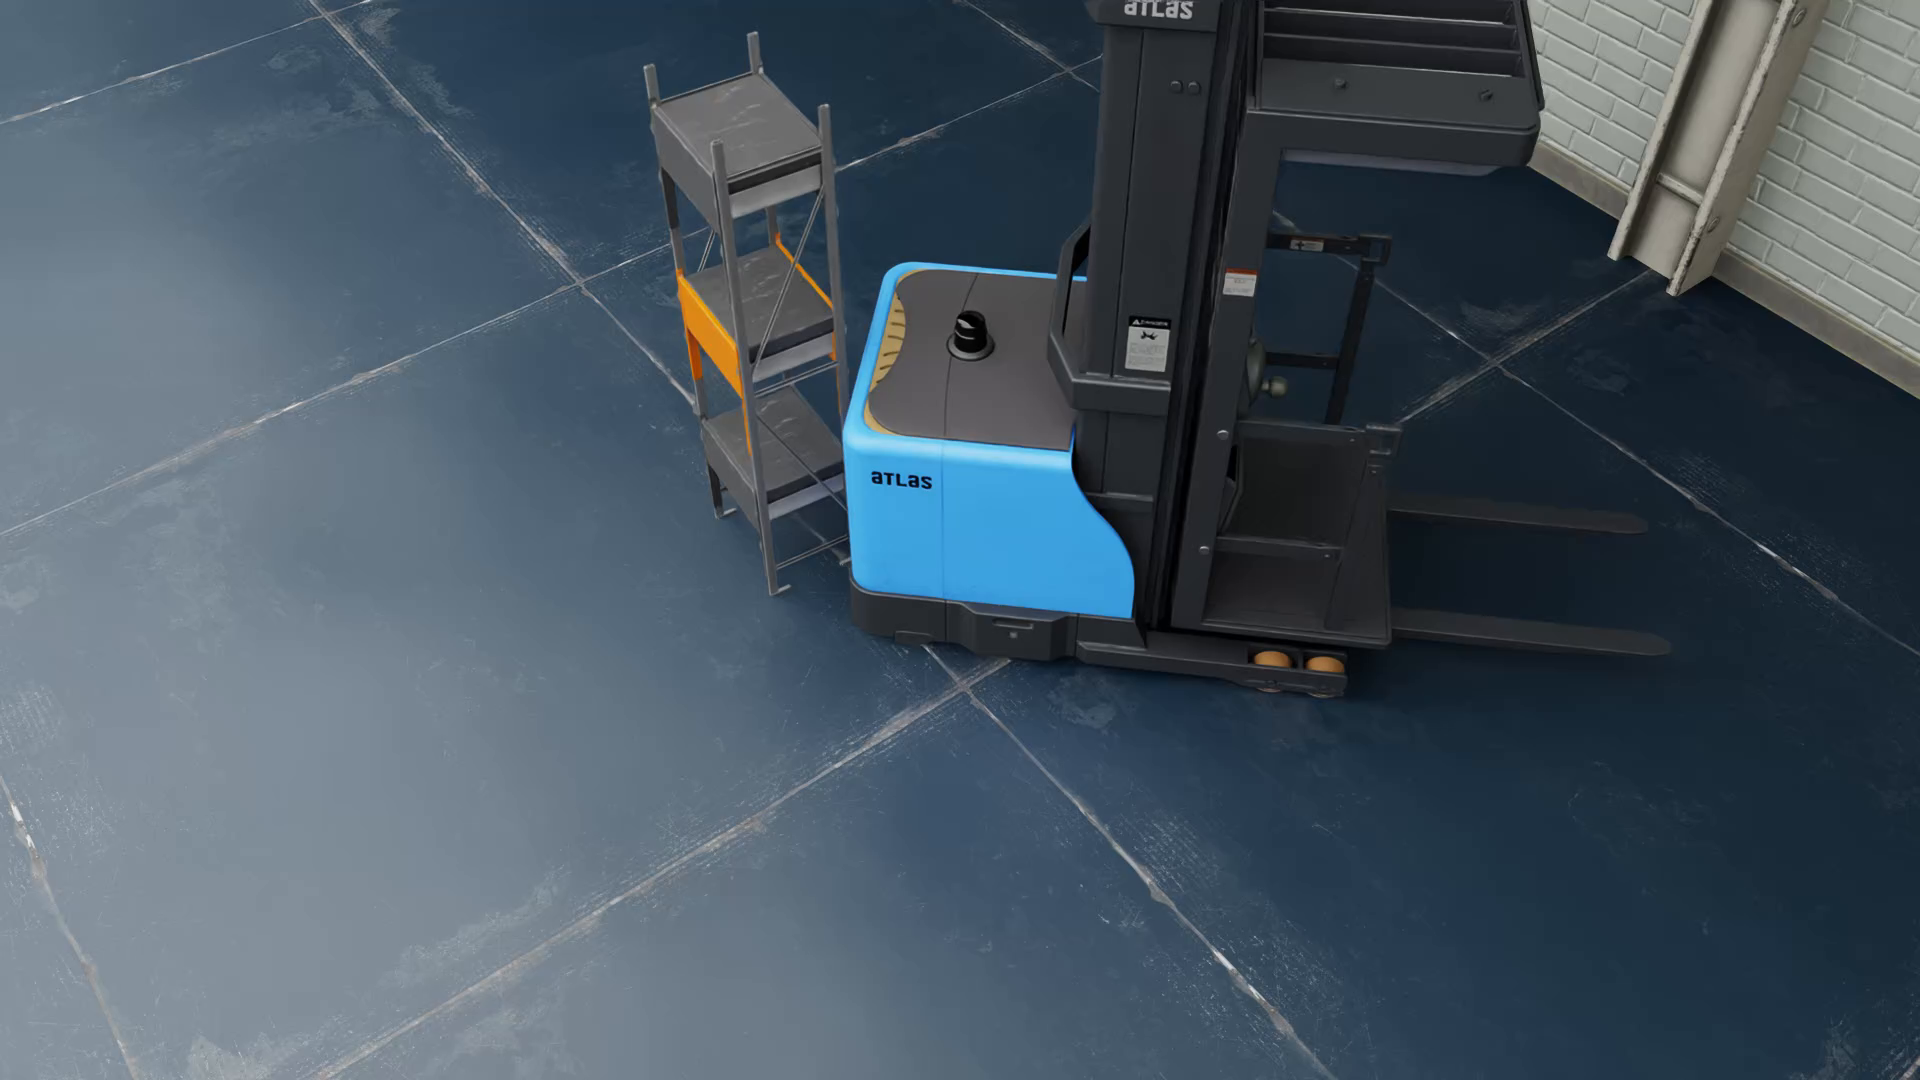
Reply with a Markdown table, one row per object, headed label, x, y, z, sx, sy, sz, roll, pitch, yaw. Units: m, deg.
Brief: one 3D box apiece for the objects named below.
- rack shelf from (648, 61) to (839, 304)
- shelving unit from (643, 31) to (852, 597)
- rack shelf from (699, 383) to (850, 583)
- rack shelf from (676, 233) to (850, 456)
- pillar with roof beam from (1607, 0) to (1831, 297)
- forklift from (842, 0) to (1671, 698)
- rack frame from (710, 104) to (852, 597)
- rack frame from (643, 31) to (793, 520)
| label | x | y | z | sx | sy | sz | roll | pitch | yaw |
| --- | --- | --- | --- | --- | --- | --- | --- | --- | --- |
| rack shelf | -0.703 | -1.177 | 5.472 | 0.431 | 0.518 | 0.480 | -24 | 52 | -20 |
| shelving unit | -0.703 | -0.716 | 5.981 | 0.431 | 2.100 | 0.503 | -24 | 52 | -20 |
| rack shelf | -0.703 | -0.237 | 6.509 | 0.431 | 0.518 | 0.480 | -24 | 52 | -20 |
| rack shelf | -0.703 | -0.707 | 5.991 | 0.431 | 0.518 | 0.480 | -24 | 52 | -20 |
| pillar with roof beam | -0.078 | -2.413 | 2.862 | 9.100 | 9.000 | 0.400 | -29 | 54 | -24 |
| forklift | 1.143 | -0.818 | 5.512 | 3.031 | 2.935 | 1.130 | 6 | 48 | 5 |
| rack frame | -0.577 | -0.562 | 5.841 | 0.400 | 2.100 | 0.015 | -24 | 52 | -20 |
| rack frame | -0.830 | -0.870 | 6.121 | 0.400 | 2.100 | 0.015 | -24 | 52 | -20 |
